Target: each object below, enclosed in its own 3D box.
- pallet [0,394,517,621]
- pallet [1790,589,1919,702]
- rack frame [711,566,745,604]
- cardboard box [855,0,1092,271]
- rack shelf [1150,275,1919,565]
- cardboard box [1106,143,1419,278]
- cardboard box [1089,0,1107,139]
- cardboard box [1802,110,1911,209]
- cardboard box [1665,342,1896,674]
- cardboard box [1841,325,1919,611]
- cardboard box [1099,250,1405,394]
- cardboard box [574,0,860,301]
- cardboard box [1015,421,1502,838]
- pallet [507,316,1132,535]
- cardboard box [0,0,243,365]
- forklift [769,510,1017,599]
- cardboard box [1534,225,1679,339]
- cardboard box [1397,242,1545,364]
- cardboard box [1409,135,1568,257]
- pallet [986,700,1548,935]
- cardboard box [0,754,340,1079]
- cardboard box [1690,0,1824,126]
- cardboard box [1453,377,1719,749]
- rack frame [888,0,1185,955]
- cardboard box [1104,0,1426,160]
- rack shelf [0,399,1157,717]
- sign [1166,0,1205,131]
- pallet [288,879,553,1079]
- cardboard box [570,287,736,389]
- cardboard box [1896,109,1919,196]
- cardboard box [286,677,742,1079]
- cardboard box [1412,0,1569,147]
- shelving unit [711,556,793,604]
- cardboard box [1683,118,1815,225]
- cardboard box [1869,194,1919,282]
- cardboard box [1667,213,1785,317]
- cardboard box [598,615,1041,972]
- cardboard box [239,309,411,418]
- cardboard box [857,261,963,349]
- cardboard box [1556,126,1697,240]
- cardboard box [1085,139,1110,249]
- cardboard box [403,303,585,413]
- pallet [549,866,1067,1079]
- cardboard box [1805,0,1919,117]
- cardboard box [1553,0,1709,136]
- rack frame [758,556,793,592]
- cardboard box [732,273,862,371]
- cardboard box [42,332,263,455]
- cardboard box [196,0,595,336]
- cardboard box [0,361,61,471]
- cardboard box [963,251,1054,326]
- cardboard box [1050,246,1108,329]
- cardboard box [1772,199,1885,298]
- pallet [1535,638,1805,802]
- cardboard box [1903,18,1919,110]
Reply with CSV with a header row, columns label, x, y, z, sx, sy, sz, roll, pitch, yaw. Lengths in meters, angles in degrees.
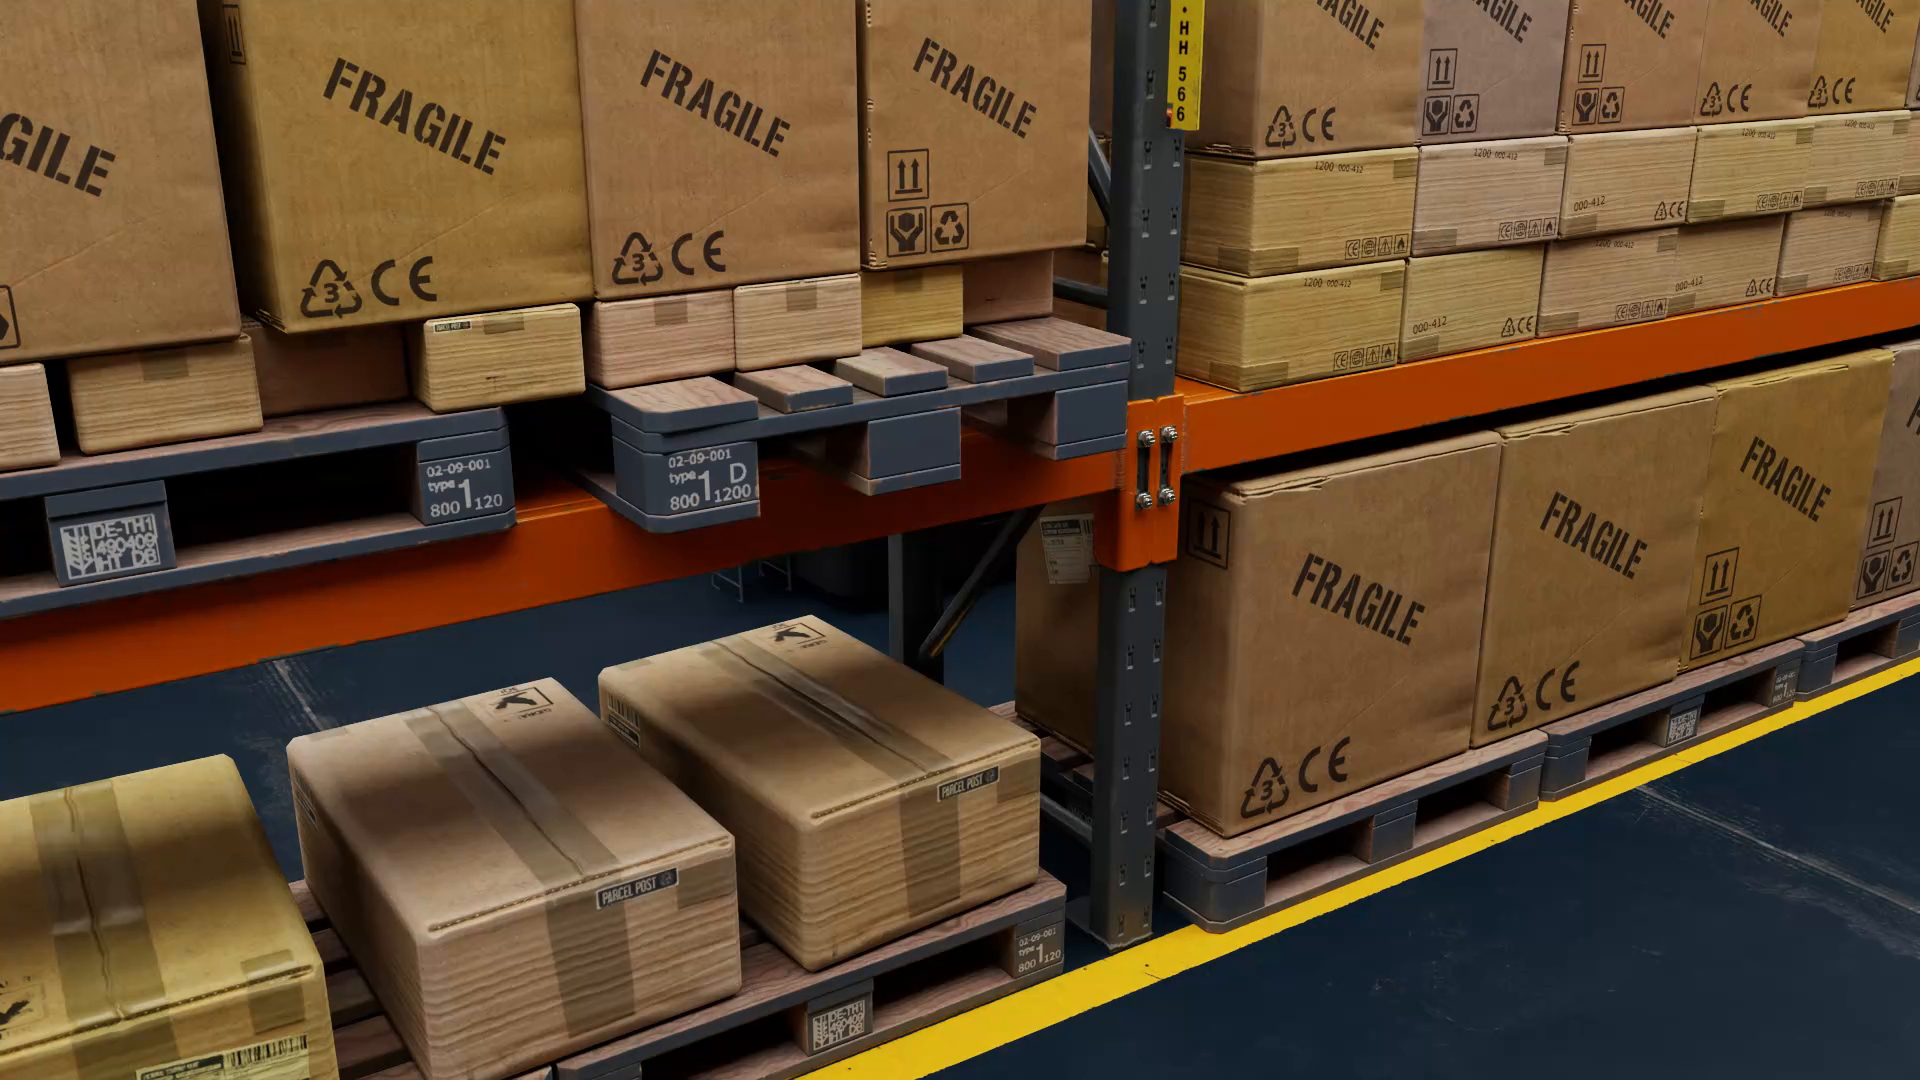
label,x,y,z,sx,sy,sz,roll,pitch,yaw
pallet,-1.500,-0.147,2.796,1.213,0.211,1.003,-12,22,-31
pallet,2.868,0.175,5.898,1.213,0.211,1.003,-12,22,-31
rack frame,-0.865,-0.222,5.996,0.006,0.900,0.240,-15,24,-34
cardboard box,-0.096,-0.830,3.241,0.500,0.500,0.500,-13,22,-33
rack shelf,1.801,-0.609,4.986,4.000,0.370,1.077,-12,22,-31
cardboard box,0.689,-0.786,3.841,0.500,0.250,0.500,-12,22,-32
cardboard box,0.418,-1.280,4.129,0.500,0.500,0.500,-13,22,-33
cardboard box,2.394,-1.142,4.894,0.500,0.250,0.500,-11,22,-30
cardboard box,2.247,-0.203,5.323,0.875,0.875,0.875,-11,22,-30
cardboard box,2.997,-0.364,5.799,0.875,0.875,0.875,-11,22,-30
cardboard box,0.678,-0.545,3.909,0.500,0.250,0.500,-12,22,-32
cardboard box,-0.522,-0.736,2.963,0.500,0.500,0.500,-12,22,-32
cardboard box,0.753,0.111,4.396,0.875,0.875,0.875,-12,22,-32
pallet,-0.406,-0.353,3.404,1.003,0.211,1.213,-12,22,-31
cardboard box,-1.399,-0.551,2.415,0.500,0.500,0.500,-13,23,-34
forklift,0.505,-1.526,6.684,3.031,2.935,1.130,-13,23,-34
cardboard box,1.538,-0.731,4.459,0.500,0.250,0.500,-11,22,-30
cardboard box,1.097,-0.641,4.190,0.500,0.250,0.500,-13,22,-33
cardboard box,1.122,-0.877,4.110,0.500,0.250,0.500,-11,22,-30
pallet,0.830,0.605,4.626,1.213,0.211,1.003,-12,22,-31
cardboard box,-1.595,0.809,3.114,0.625,0.372,0.950,-11,22,-30
cardboard box,1.950,-1.405,4.500,0.500,0.500,0.500,-12,22,-31
cardboard box,1.500,-0.045,4.857,0.875,0.875,0.875,-12,22,-31
rack frame,0.130,-0.598,3.829,0.127,3.000,1.000,-12,22,-31
cardboard box,0.677,-1.140,3.716,0.500,0.500,0.500,-13,22,-33
rack shelf,-1.540,0.096,2.902,4.000,0.370,1.077,-12,22,-31
sign,0.437,-0.965,3.231,0.005,0.325,0.100,-12,22,-31
pallet,-1.541,1.074,3.237,1.213,0.211,1.003,-12,22,-31
cardboard box,-0.598,-0.392,2.956,0.250,0.149,0.380,-13,23,-34
cardboard box,2.823,-1.235,5.168,0.500,0.250,0.500,-11,22,-30
cardboard box,-0.959,0.677,3.505,0.625,0.372,0.950,-12,22,-32
cardboard box,1.086,-1.230,3.982,0.500,0.500,0.500,-12,22,-31
shelving unit,-0.783,-0.243,6.053,0.210,0.900,0.258,-15,24,-34
cardboard box,1.976,-1.048,4.613,0.500,0.250,0.500,-11,22,-30
cardboard box,2.809,-0.995,5.239,0.500,0.250,0.500,-12,22,-32
cardboard box,1.948,-0.819,4.719,0.500,0.250,0.500,-12,22,-31
cardboard box,-0.347,0.545,3.896,0.625,0.372,0.950,-14,23,-35
cardboard box,-1.100,-0.329,2.770,0.250,0.149,0.380,-12,22,-31
cardboard box,-0.198,-0.490,3.248,0.250,0.149,0.380,-12,22,-31
cardboard box,1.545,-0.962,4.359,0.500,0.250,0.500,-12,22,-32
cardboard box,0.395,-0.917,4.226,0.500,0.250,0.500,-12,22,-32
cardboard box,-0.821,-0.339,2.802,0.250,0.149,0.380,-11,22,-30
pallet,-0.523,0.861,3.869,1.213,0.211,1.003,-12,22,-31
cardboard box,2.374,-1.500,4.781,0.500,0.500,0.500,-11,22,-30
cardboard box,1.526,-1.317,4.239,0.500,0.500,0.500,-11,22,-30
rack frame,-0.701,-0.265,6.109,0.006,0.900,0.240,-15,24,-34
cardboard box,-0.384,-0.434,3.081,0.250,0.149,0.380,-12,22,-32
cardboard box,-1.264,-0.263,2.575,0.250,0.149,0.380,-13,22,-33
cardboard box,-0.943,-0.647,2.699,0.500,0.500,0.500,-14,23,-35
cardboard box,-1.471,-0.208,2.413,0.250,0.149,0.380,-11,22,-29
cardboard box,-0.014,-0.557,3.445,0.250,0.149,0.380,-11,22,-29
cardboard box,0.410,-0.685,4.322,0.500,0.250,0.500,-13,23,-33
cardboard box,2.377,-0.911,4.991,0.500,0.250,0.500,-13,22,-33
pallet,1.848,0.391,5.258,1.213,0.211,1.003,-12,22,-31
cardboard box,2.808,-1.584,5.030,0.500,0.500,0.500,-11,22,-30
